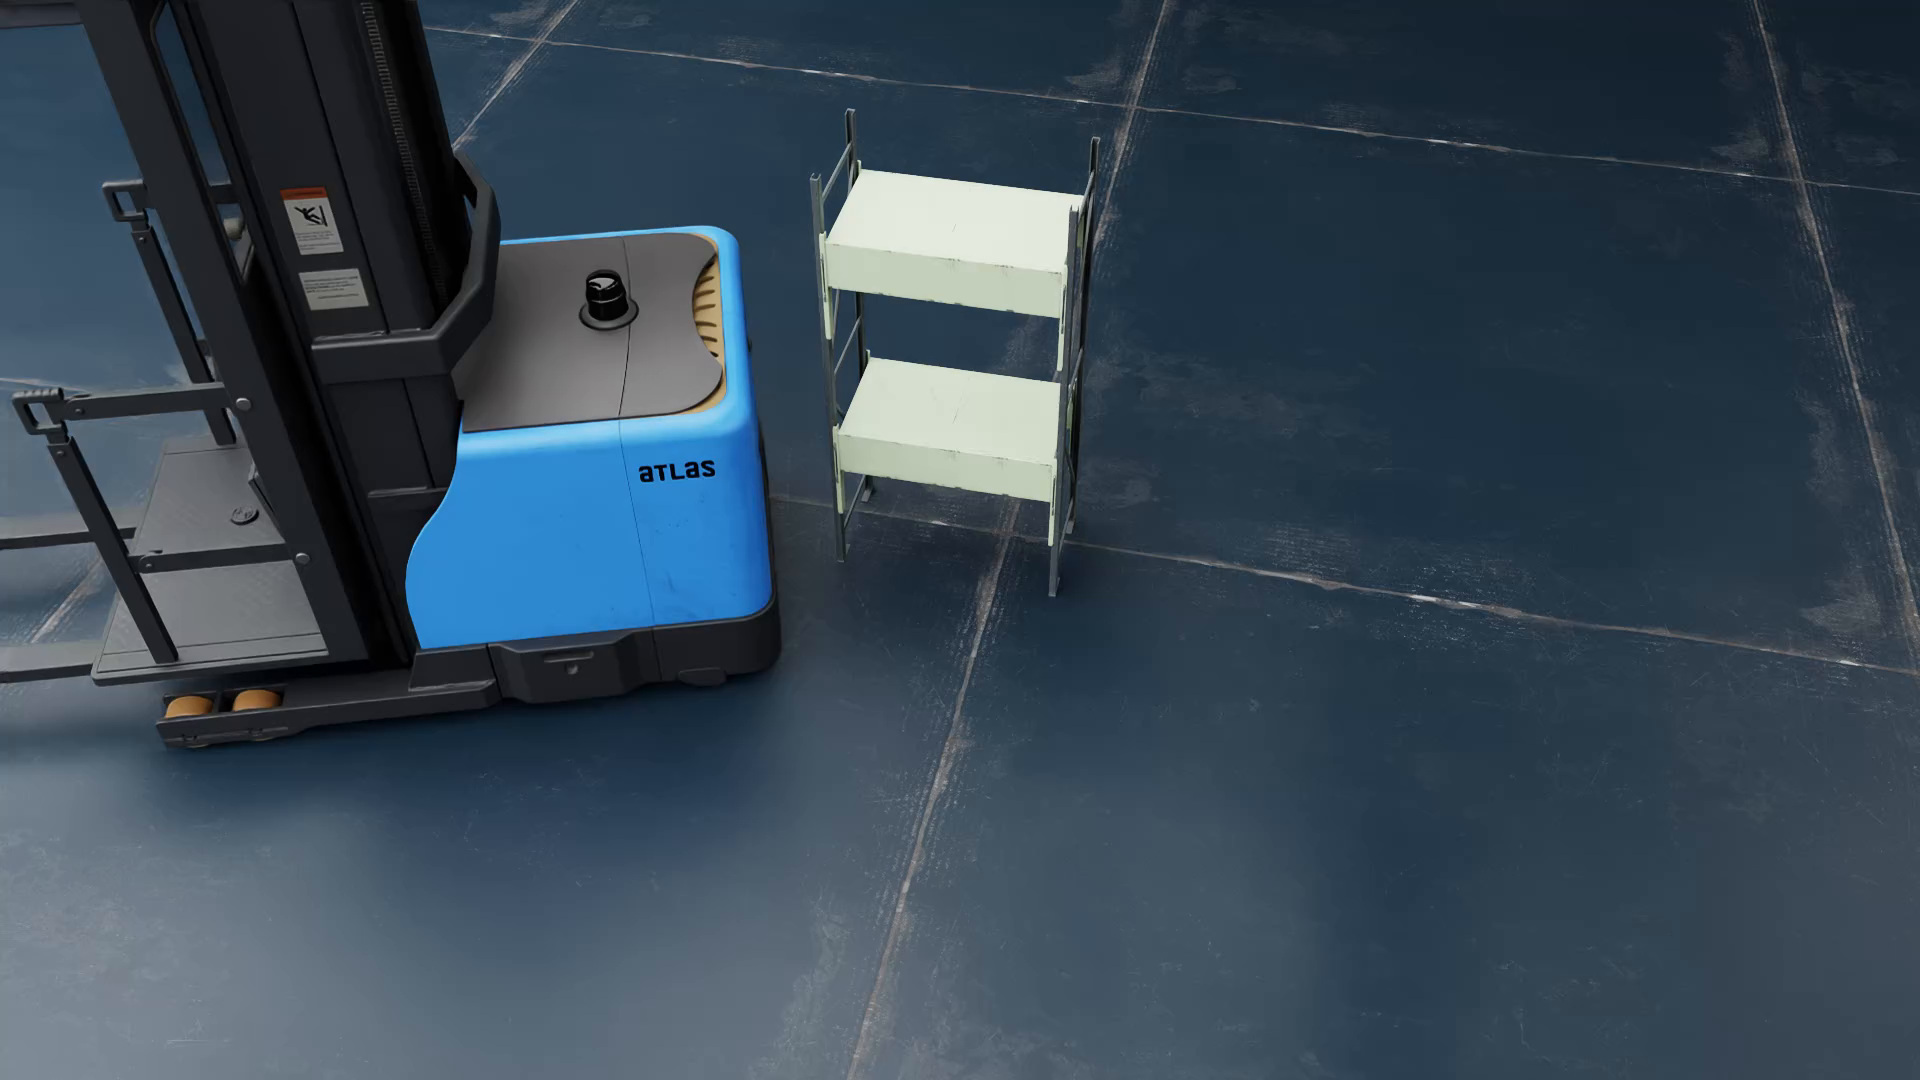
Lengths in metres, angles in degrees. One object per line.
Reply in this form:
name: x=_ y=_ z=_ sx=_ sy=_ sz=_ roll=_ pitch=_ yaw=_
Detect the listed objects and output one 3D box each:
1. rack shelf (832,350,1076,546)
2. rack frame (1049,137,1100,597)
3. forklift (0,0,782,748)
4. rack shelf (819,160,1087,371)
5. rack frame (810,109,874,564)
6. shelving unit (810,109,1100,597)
rack shelf: x=-0.007 y=-0.306 z=5.457 sx=0.720 sy=0.370 sz=0.431 roll=9 pitch=45 yaw=9
rack frame: x=0.351 y=-0.486 z=5.173 sx=0.023 sy=1.500 sz=0.400 roll=9 pitch=45 yaw=9
forklift: x=-2.127 y=-0.814 z=4.482 sx=3.031 sy=2.935 sz=1.130 roll=-6 pitch=44 yaw=-6
rack shelf: x=-0.007 y=-0.823 z=4.960 sx=0.720 sy=0.370 sz=0.431 roll=9 pitch=45 yaw=9
rack frame: x=-0.364 y=-0.597 z=5.289 sx=0.023 sy=1.500 sz=0.400 roll=9 pitch=45 yaw=9
shelving unit: x=-0.007 y=-0.541 z=5.231 sx=0.755 sy=1.500 sz=0.431 roll=9 pitch=45 yaw=9
